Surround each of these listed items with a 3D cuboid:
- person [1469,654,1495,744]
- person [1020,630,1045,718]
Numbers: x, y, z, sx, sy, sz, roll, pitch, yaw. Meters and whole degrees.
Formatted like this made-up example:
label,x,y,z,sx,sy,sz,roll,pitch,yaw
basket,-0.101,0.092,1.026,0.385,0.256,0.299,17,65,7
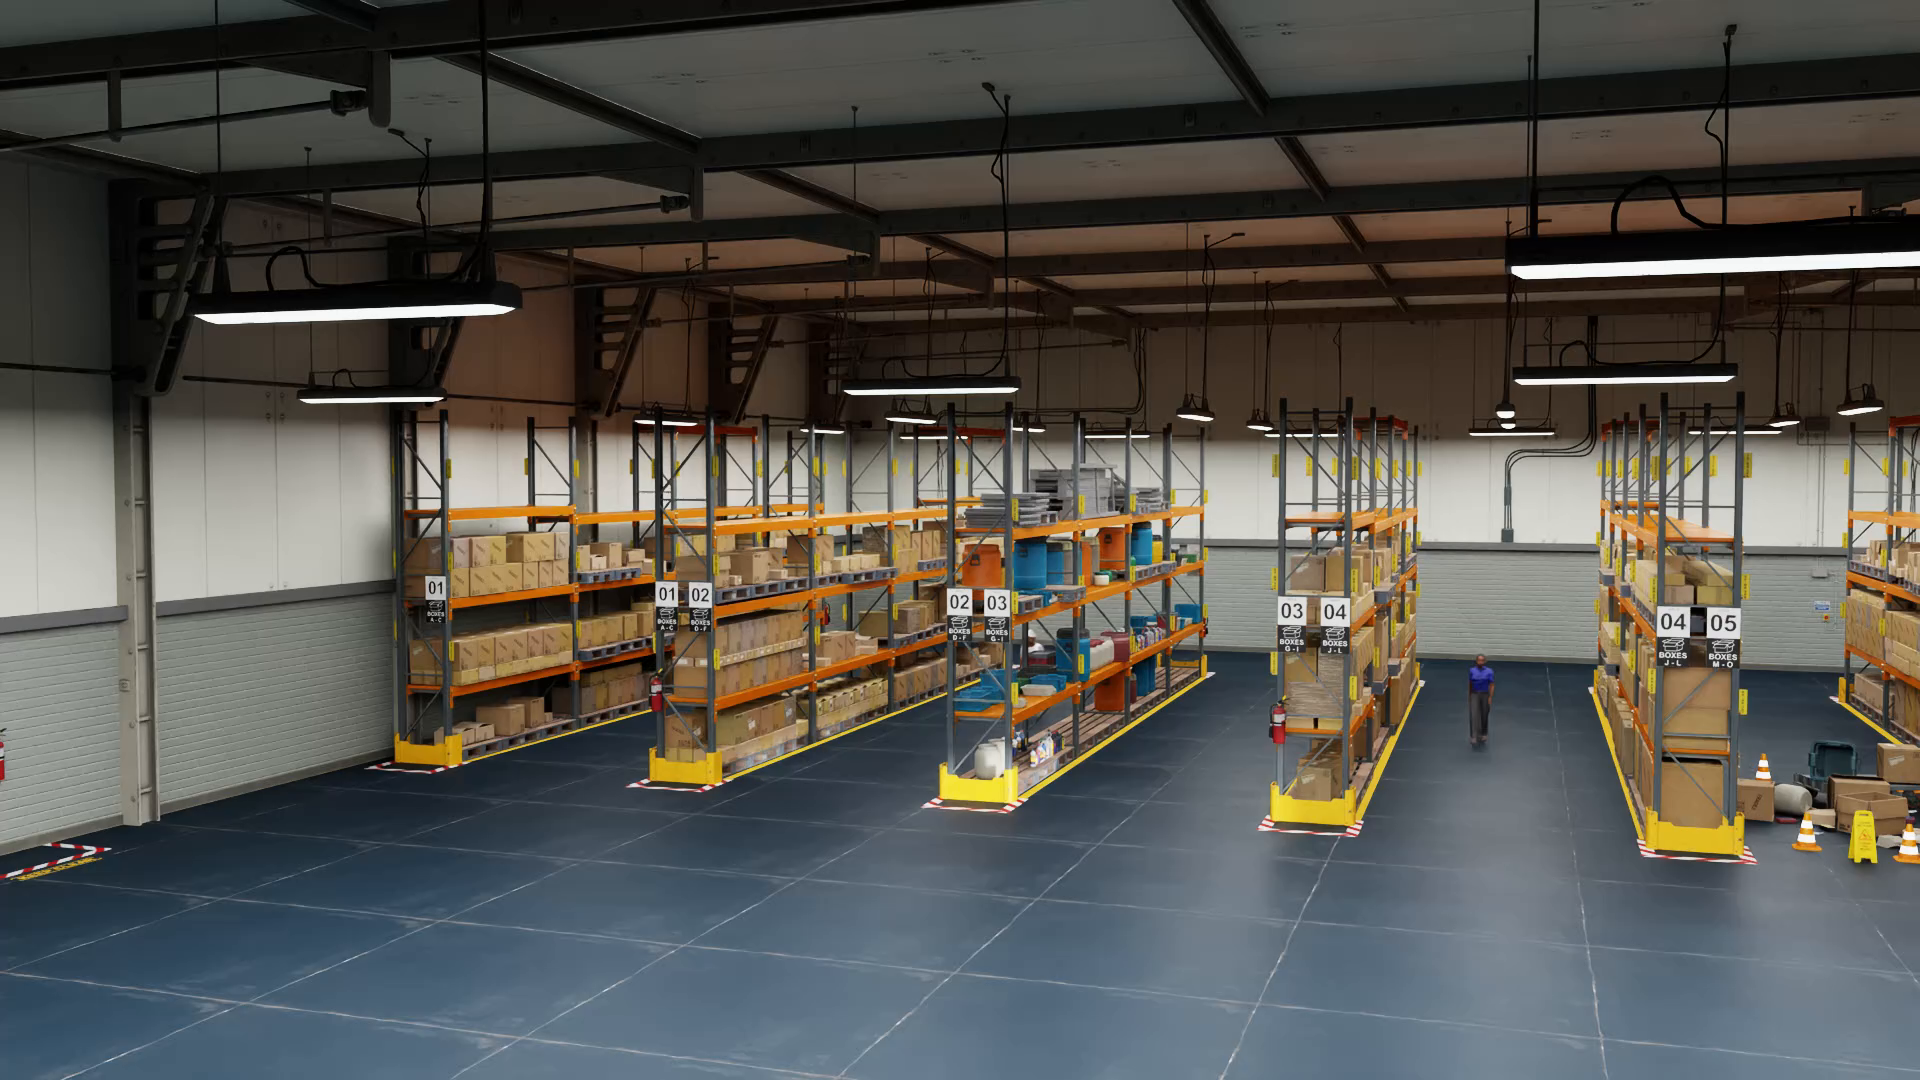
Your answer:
label,x,y,z,sx,sy,sz,roll,pitch,yaw
person,9.480,2.879,30.233,0.456,1.609,0.945,1,3,20
person,1.408,2.700,33.229,0.631,1.821,0.594,2,3,34
